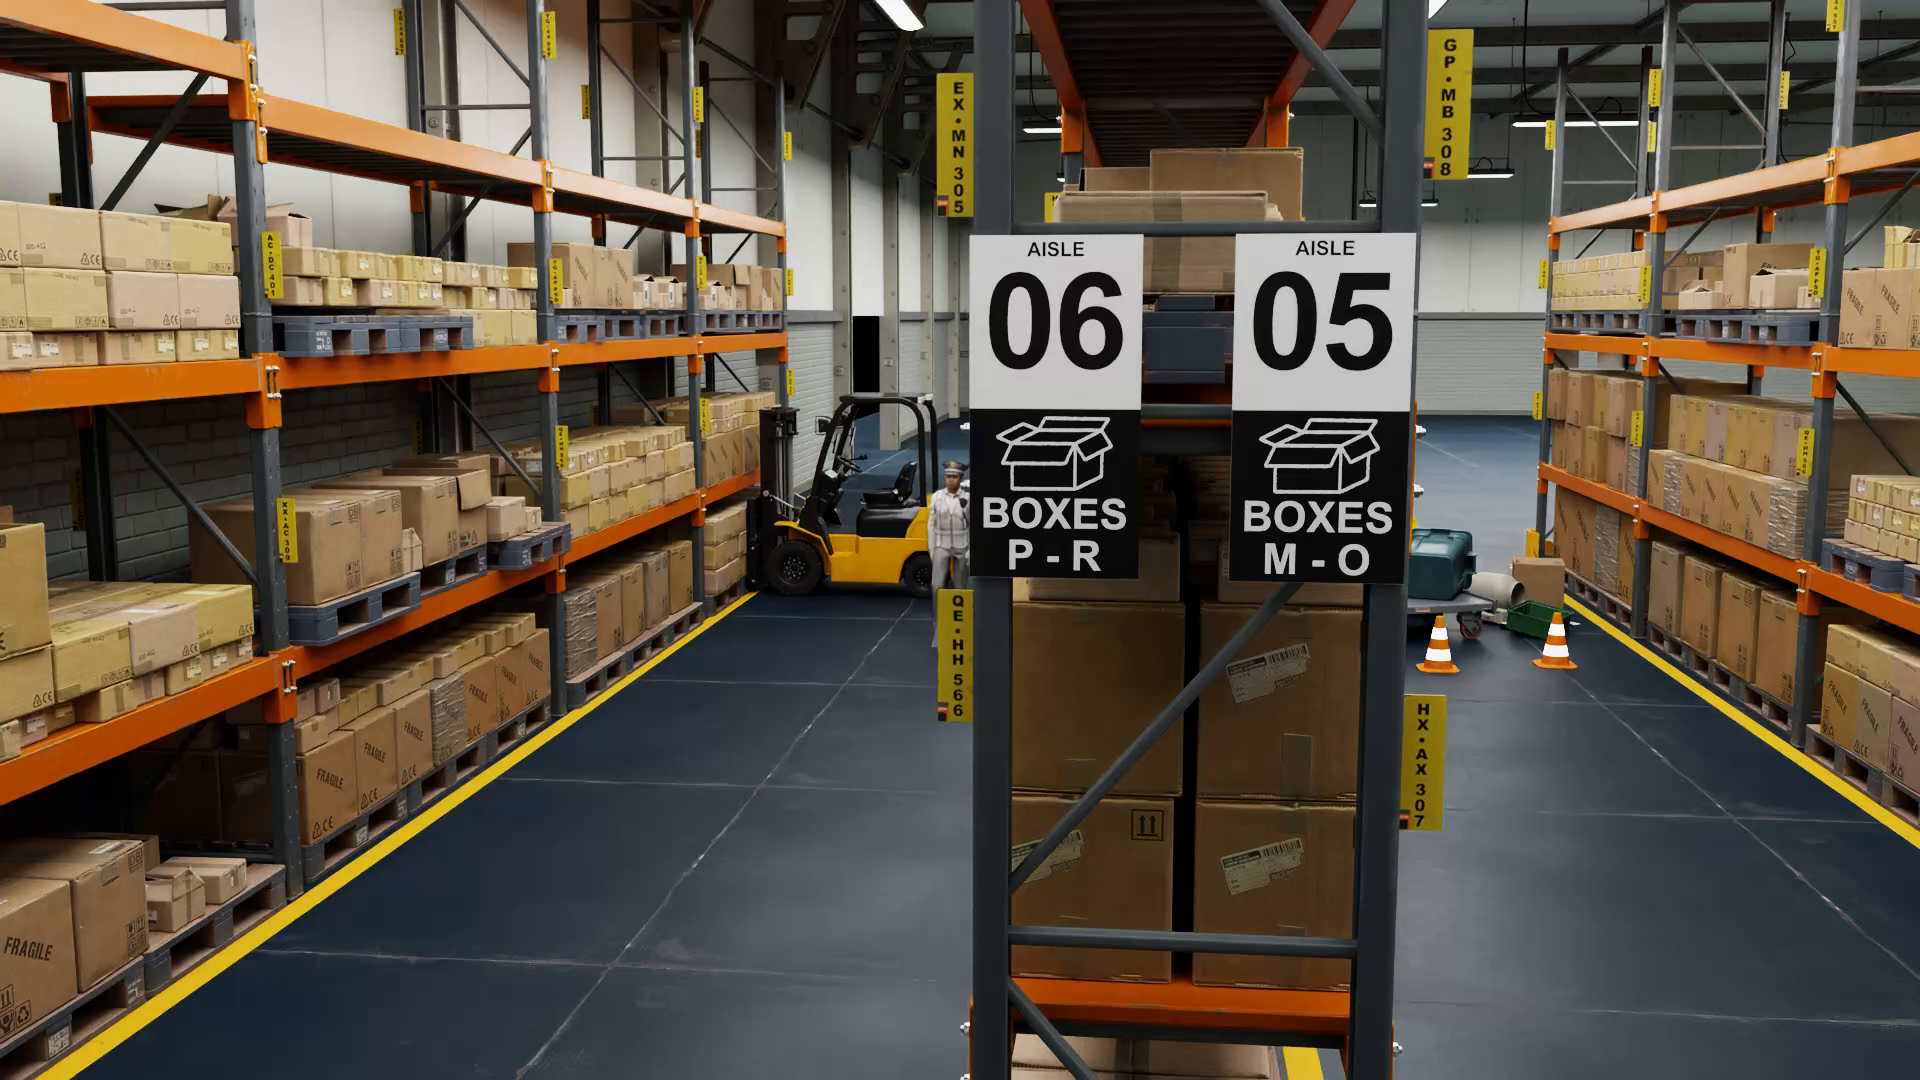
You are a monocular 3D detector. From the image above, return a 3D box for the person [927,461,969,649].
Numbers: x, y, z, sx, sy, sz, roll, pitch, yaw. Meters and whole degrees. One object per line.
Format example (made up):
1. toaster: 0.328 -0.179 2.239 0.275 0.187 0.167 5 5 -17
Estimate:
1. person: -0.063 0.129 15.349 0.497 1.737 0.660 0 8 3
